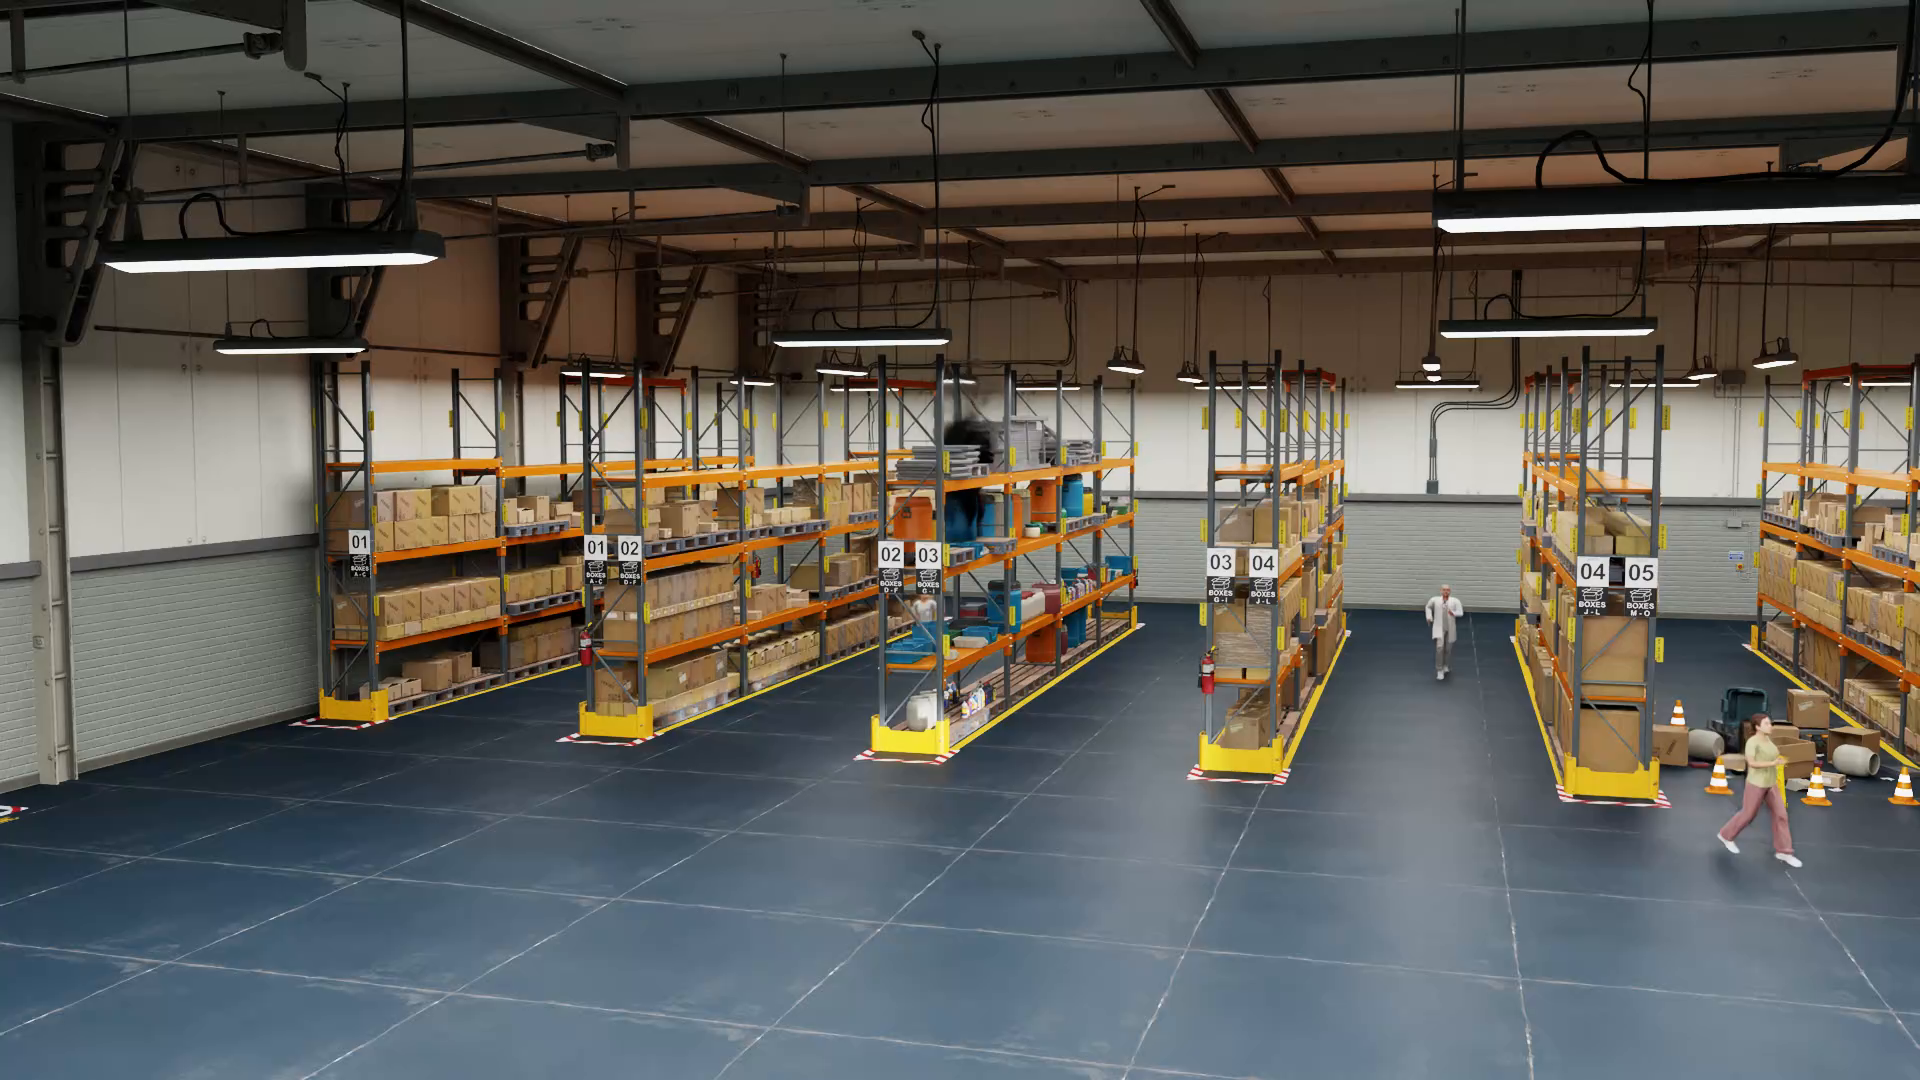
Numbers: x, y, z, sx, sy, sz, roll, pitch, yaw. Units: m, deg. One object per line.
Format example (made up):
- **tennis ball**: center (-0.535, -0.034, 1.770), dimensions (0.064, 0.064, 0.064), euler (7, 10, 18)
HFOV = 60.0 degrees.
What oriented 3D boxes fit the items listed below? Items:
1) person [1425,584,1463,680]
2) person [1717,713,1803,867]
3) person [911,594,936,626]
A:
- **person**: center (9.482, 1.779, 32.547), dimensions (0.676, 1.836, 0.902), euler (1, 4, 8)
- **person**: center (9.080, 2.793, 18.853), dimensions (0.577, 1.673, 0.945), euler (-2, 5, -30)
- **person**: center (-0.710, 1.797, 33.329), dimensions (0.542, 1.710, 0.731), euler (1, 4, 9)
